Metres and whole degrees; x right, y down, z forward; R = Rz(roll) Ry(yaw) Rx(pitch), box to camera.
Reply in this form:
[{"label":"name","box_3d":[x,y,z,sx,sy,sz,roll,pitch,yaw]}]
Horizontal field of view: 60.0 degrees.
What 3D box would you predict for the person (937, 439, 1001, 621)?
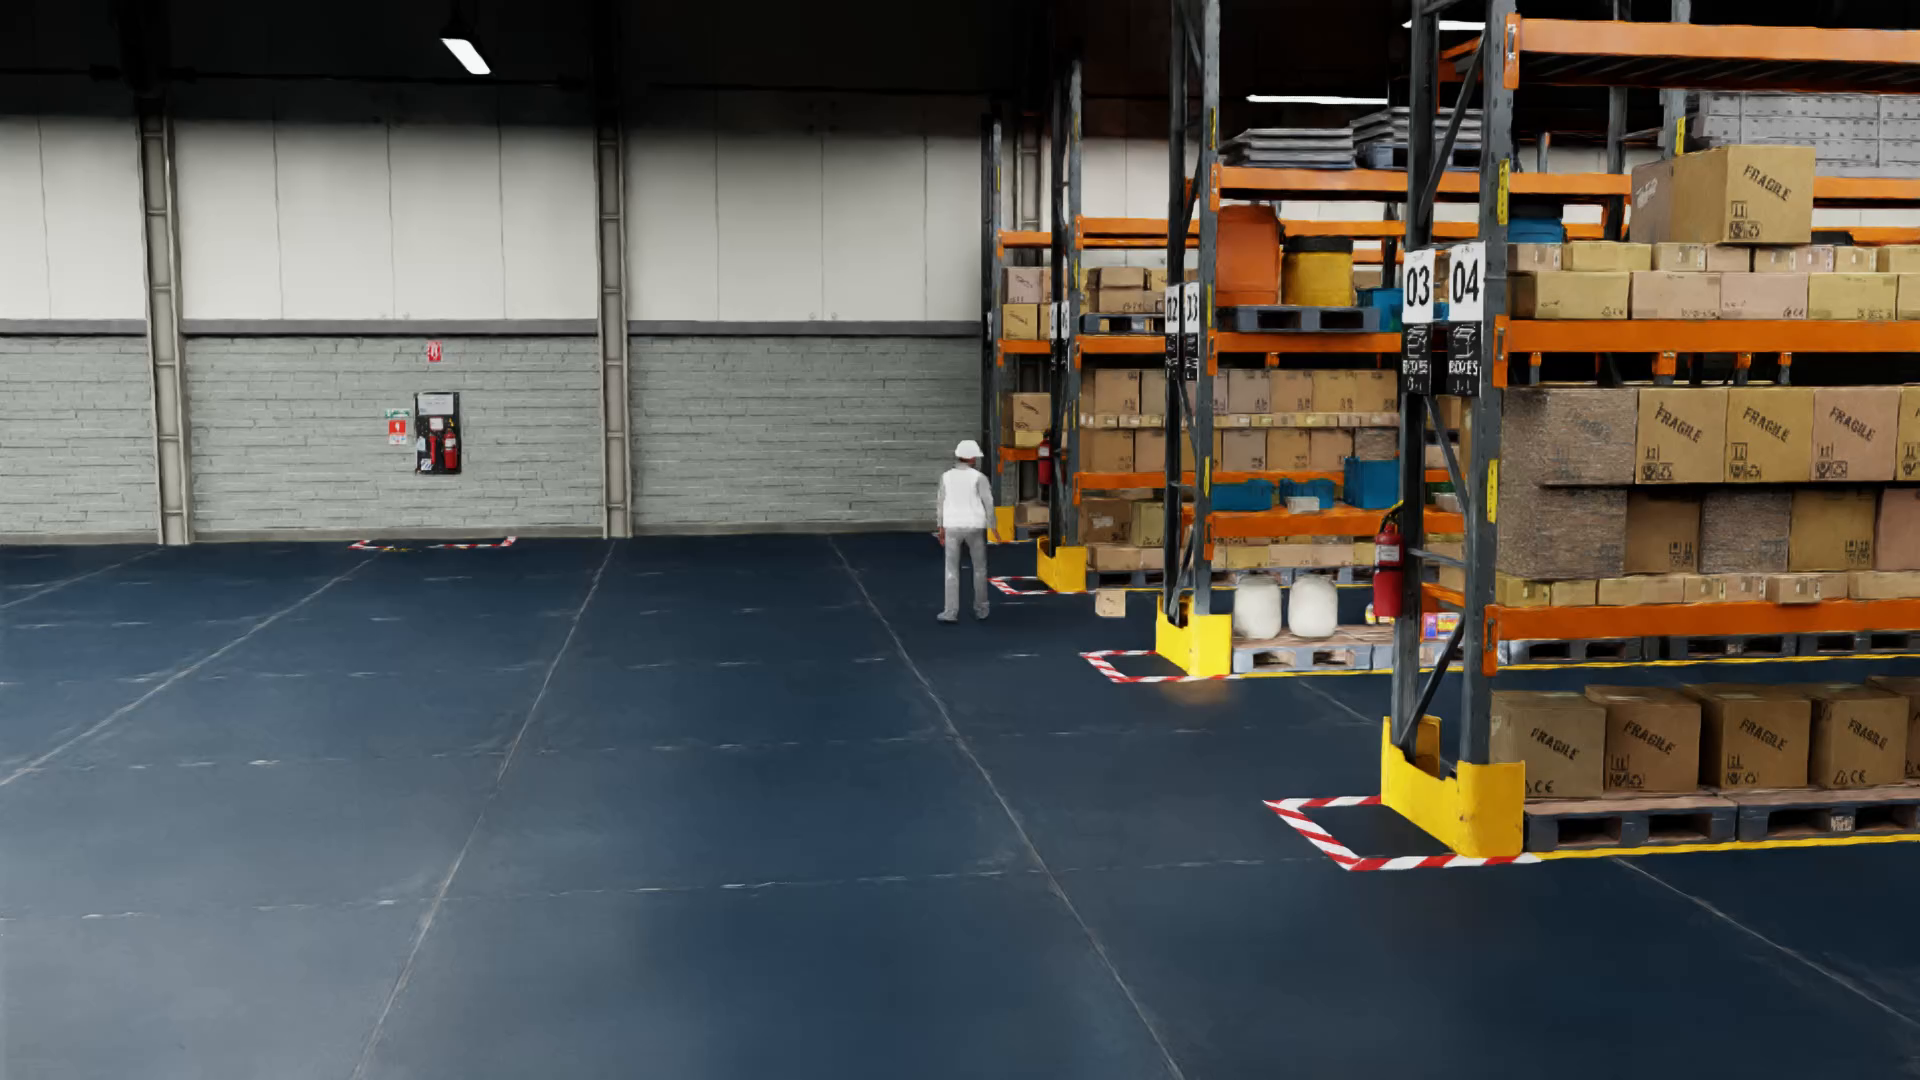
[{"label":"person","box_3d":[0.090,-0.106,16.324,0.640,1.770,0.578,1,7,11]}]
